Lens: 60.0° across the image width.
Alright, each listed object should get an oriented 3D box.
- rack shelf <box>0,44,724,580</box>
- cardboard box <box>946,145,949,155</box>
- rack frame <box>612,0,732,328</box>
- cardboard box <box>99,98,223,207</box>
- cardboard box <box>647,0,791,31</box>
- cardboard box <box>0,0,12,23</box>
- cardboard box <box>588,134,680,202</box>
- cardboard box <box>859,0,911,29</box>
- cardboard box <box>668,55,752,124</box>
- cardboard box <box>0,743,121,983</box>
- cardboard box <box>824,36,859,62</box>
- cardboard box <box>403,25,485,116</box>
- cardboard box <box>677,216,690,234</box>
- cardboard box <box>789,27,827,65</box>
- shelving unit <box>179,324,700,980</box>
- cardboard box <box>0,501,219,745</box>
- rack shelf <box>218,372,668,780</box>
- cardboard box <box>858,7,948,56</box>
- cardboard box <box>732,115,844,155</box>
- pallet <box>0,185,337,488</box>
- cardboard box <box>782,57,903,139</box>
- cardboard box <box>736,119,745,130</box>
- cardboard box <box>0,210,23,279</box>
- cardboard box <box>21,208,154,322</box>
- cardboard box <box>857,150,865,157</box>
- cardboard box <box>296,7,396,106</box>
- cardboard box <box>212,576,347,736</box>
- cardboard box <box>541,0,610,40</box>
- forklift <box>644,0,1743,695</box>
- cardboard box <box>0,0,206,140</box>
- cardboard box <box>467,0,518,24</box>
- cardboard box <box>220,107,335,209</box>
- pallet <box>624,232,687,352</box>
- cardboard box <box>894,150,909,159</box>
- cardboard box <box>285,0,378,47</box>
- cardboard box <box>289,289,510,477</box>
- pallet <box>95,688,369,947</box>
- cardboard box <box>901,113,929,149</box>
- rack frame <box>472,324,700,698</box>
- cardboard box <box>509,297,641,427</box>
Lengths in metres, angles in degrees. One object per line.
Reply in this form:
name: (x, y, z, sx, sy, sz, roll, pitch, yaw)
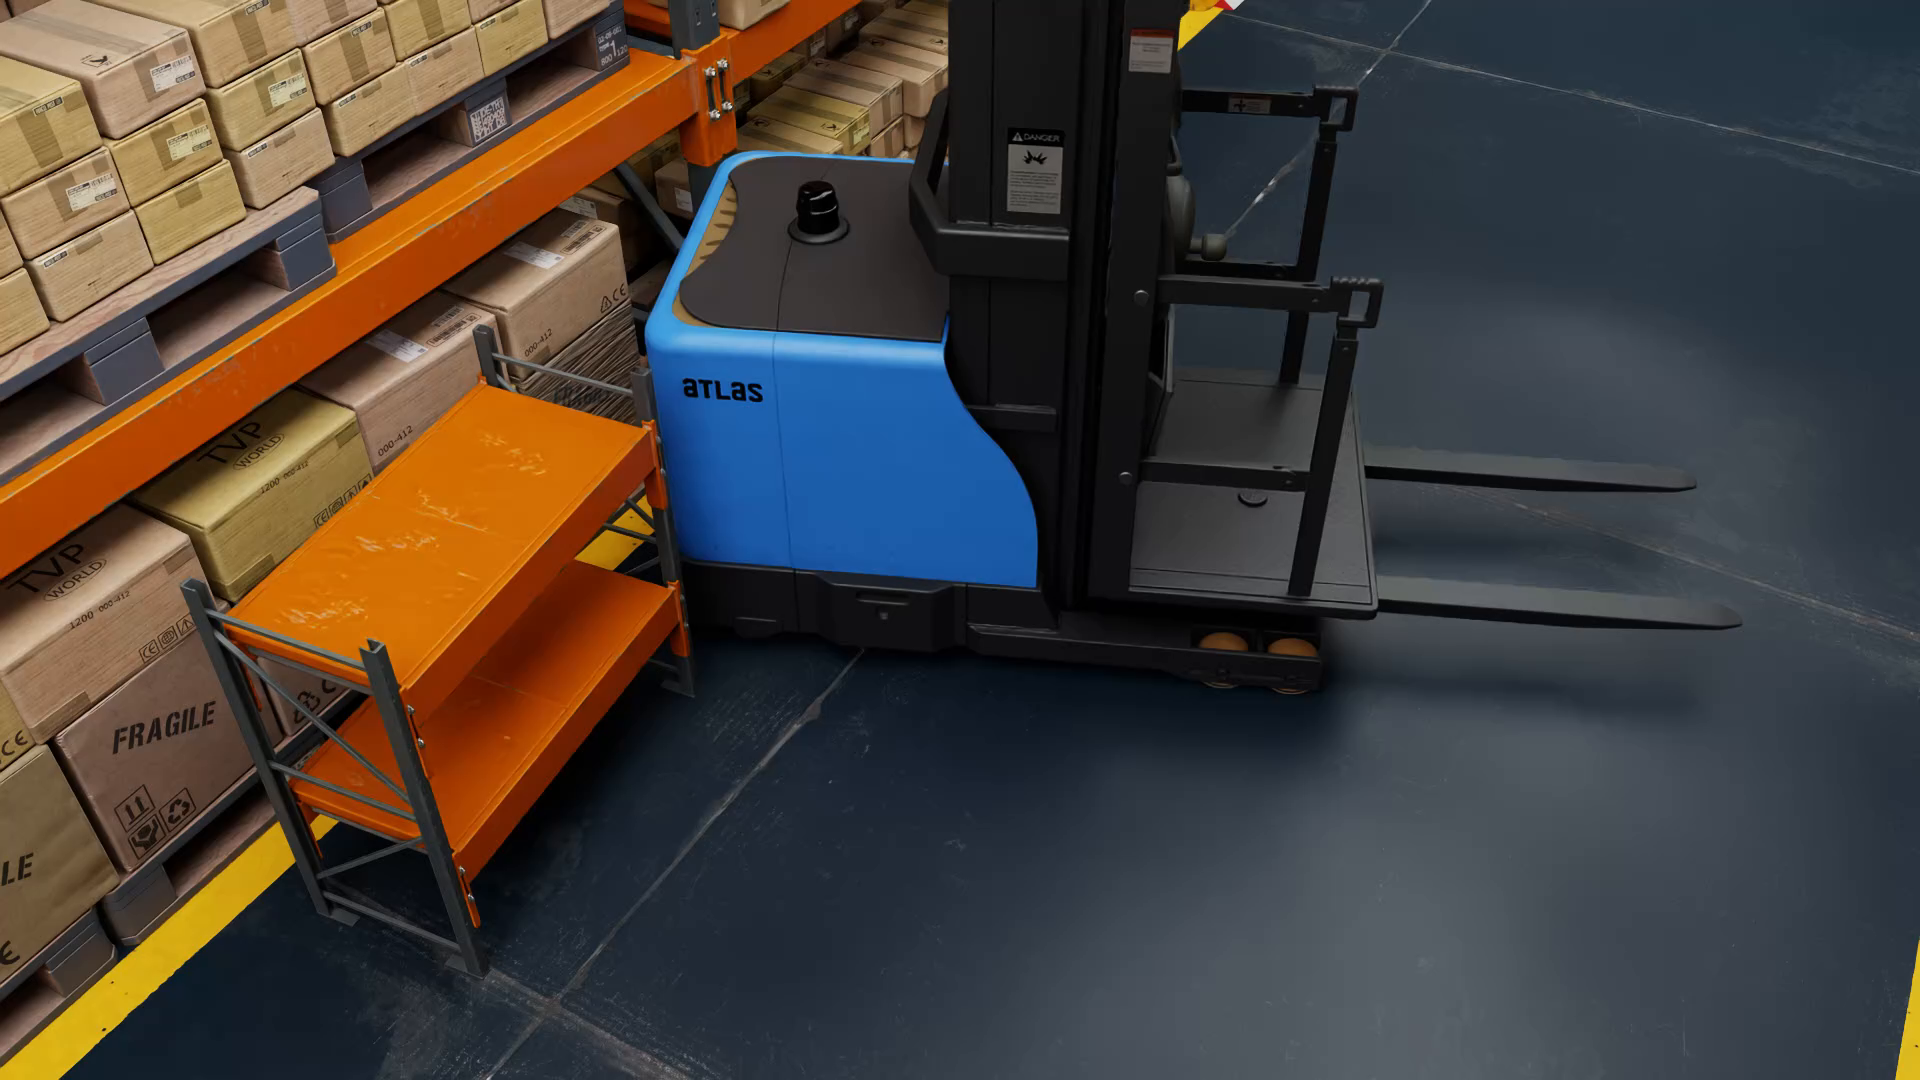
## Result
rack shelf: (-2.176, -0.352, 3.925, 1.077, 0.370, 4.000, 21, 45, 22)
cardboard box: (-0.101, -1.712, 6.764, 0.380, 0.149, 0.250, 20, 45, 21)
rack frame: (-1.175, -1.767, 4.987, 1.000, 3.000, 0.127, 21, 45, 22)
cardboard box: (-1.860, -0.893, 3.642, 0.380, 0.149, 0.250, 21, 46, 22)
cardboard box: (-0.750, -1.726, 5.131, 0.380, 0.149, 0.250, 23, 46, 24)
cardboard box: (-2.417, -1.240, 3.811, 0.380, 0.149, 0.250, 23, 46, 24)
cardboard box: (-1.223, -1.367, 5.922, 0.380, 0.149, 0.250, 22, 46, 23)
cardboard box: (-0.414, -2.244, 6.918, 0.380, 0.149, 0.250, 21, 46, 22)
cardboard box: (-1.011, -1.672, 6.268, 0.380, 0.149, 0.250, 21, 45, 22)
cardboard box: (-2.353, 0.693, 3.767, 0.500, 0.500, 0.500, 21, 46, 23)
cardboard box: (-0.577, -1.980, 6.843, 0.380, 0.149, 0.250, 19, 45, 20)
cardboard box: (-1.458, -1.247, 4.268, 0.380, 0.149, 0.250, 21, 45, 22)
cardboard box: (-1.072, -1.313, 6.310, 0.380, 0.149, 0.250, 22, 46, 23)
cardboard box: (-0.758, -1.980, 6.618, 0.380, 0.149, 0.250, 19, 45, 20)
shelving unit: (-1.181, 0.264, 4.100, 0.538, 1.125, 1.048, 16, 44, 17)
cardboard box: (-2.110, 0.137, 3.830, 0.500, 0.250, 0.500, 21, 46, 22)
rack shelf: (-1.181, 0.044, 3.906, 0.538, 0.278, 1.000, 16, 44, 17)
cardboard box: (-0.177, -1.964, 6.600, 0.380, 0.149, 0.250, 19, 45, 20)
cardboard box: (-0.634, -1.344, 5.896, 0.380, 0.149, 0.250, 23, 46, 24)
pallet: (-2.222, -0.552, 3.753, 1.003, 0.211, 1.213, 21, 45, 22)
cardboard box: (-0.440, -1.662, 6.257, 0.380, 0.149, 0.250, 20, 45, 21)
cardboard box: (-1.049, -1.570, 6.377, 0.380, 0.149, 0.250, 19, 45, 21)
cardboard box: (-2.118, -0.600, 3.309, 0.380, 0.149, 0.250, 21, 45, 22)
cardboard box: (-1.985, -0.638, 3.578, 0.380, 0.149, 0.250, 19, 45, 21)
cardboard box: (-0.577, -1.393, 6.177, 0.380, 0.149, 0.250, 21, 45, 22)
cardboard box: (-1.594, -1.199, 3.989, 0.380, 0.149, 0.250, 19, 45, 21)
cardboard box: (-1.845, 0.106, 4.434, 0.500, 0.500, 0.500, 20, 45, 21)
cardboard box: (-1.203, -1.537, 4.598, 0.380, 0.149, 0.250, 20, 45, 21)
forklift: (0.723, -1.033, 4.205, 3.031, 2.935, 1.130, 4, 42, 5)
cardboard box: (-1.860, -1.014, 3.554, 0.380, 0.149, 0.250, 19, 45, 20)
cardboard box: (-1.334, -1.498, 4.328, 0.380, 0.149, 0.250, 21, 46, 22)
cardboard box: (-1.718, -0.942, 3.923, 0.380, 0.149, 0.250, 19, 45, 20)
pallet: (-0.870, -1.116, 6.358, 1.003, 0.211, 1.213, 21, 45, 22)
cardboard box: (-0.419, -1.430, 6.444, 0.380, 0.149, 0.250, 20, 45, 21)
cardboard box: (-1.603, -1.308, 3.887, 0.380, 0.149, 0.250, 21, 45, 22)
cardboard box: (-1.598, -0.468, 4.518, 0.500, 0.250, 0.500, 23, 46, 24)
pallet: (-2.173, 0.426, 4.606, 1.003, 0.211, 1.213, 21, 45, 22)
cardboard box: (-0.282, -1.697, 6.521, 0.380, 0.149, 0.250, 23, 46, 24)
rack frame: (-0.981, -0.045, 4.450, 0.500, 1.125, 0.032, 16, 44, 17)
cardboard box: (-1.327, -0.479, 5.098, 0.500, 0.500, 0.500, 20, 45, 21)
